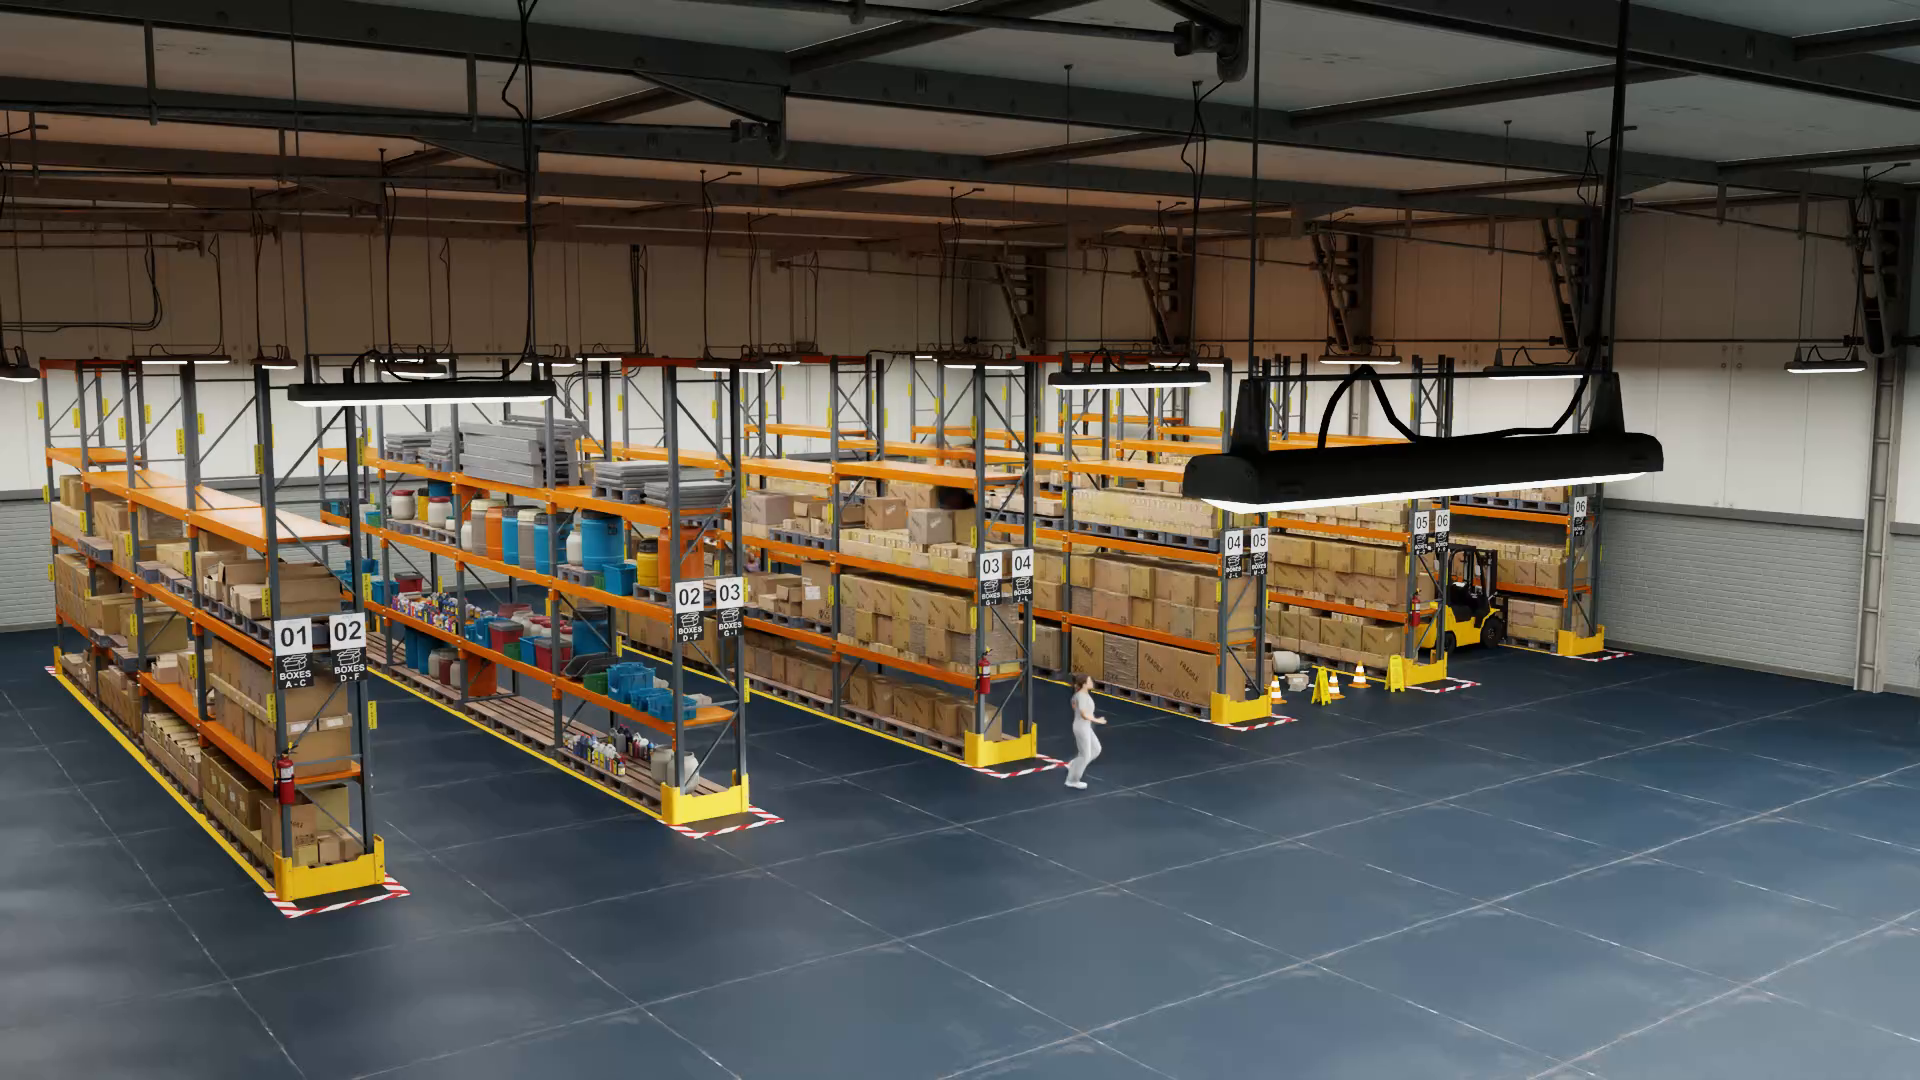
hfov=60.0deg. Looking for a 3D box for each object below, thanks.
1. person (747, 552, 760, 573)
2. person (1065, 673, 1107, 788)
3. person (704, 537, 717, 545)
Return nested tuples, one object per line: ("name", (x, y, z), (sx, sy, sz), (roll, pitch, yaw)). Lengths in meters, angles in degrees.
("person", (-4.770, 1.046, 37.720), (0.570, 1.576, 0.647), (-5, 8, -35))
("person", (1.791, 2.693, 23.625), (0.578, 1.637, 0.603), (0, 7, 3))
("person", (-6.250, 0.585, 40.853), (0.788, 1.702, 0.563), (5, 9, 38))
